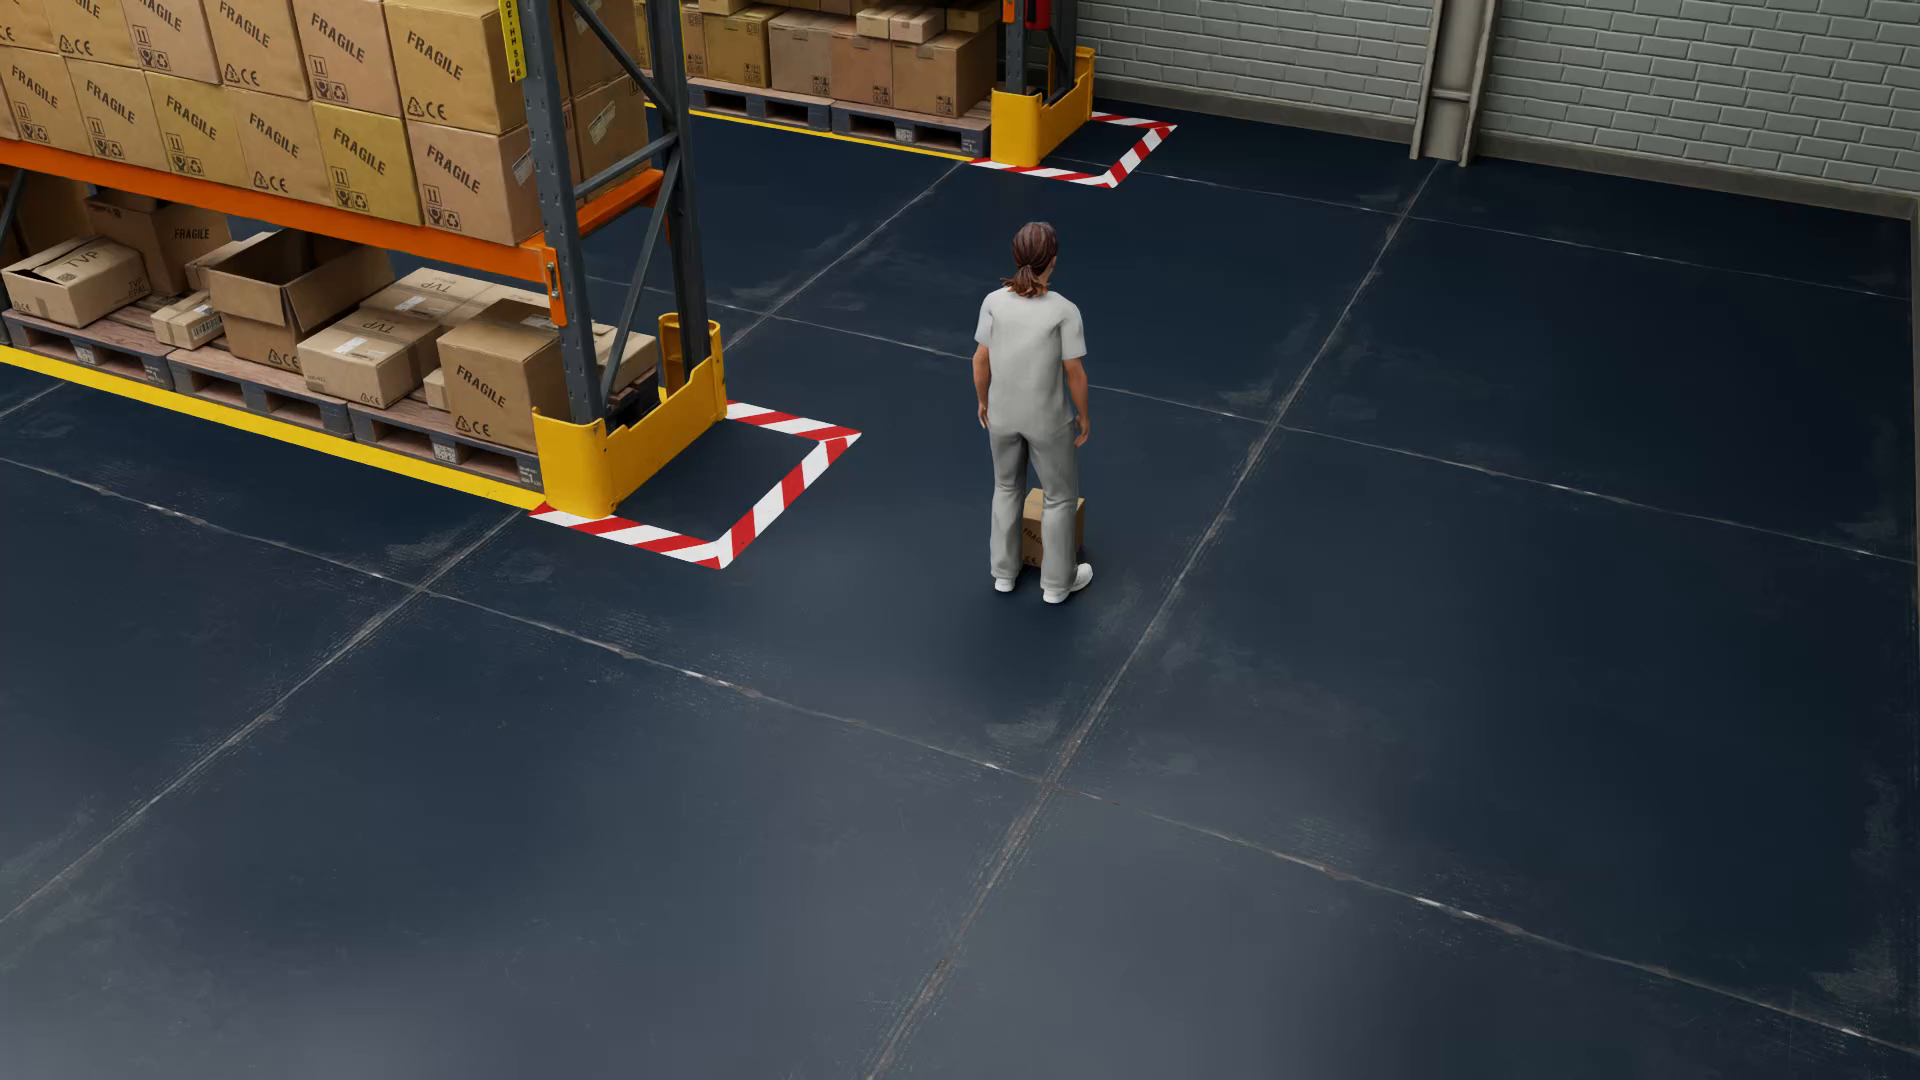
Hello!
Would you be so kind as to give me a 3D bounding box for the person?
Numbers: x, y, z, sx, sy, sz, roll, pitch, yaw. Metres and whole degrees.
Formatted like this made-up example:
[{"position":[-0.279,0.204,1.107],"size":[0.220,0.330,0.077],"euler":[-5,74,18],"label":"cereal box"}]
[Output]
[{"position":[0.304,-0.501,6.909],"size":[0.512,1.653,0.353],"euler":[13,36,18],"label":"person"}]
